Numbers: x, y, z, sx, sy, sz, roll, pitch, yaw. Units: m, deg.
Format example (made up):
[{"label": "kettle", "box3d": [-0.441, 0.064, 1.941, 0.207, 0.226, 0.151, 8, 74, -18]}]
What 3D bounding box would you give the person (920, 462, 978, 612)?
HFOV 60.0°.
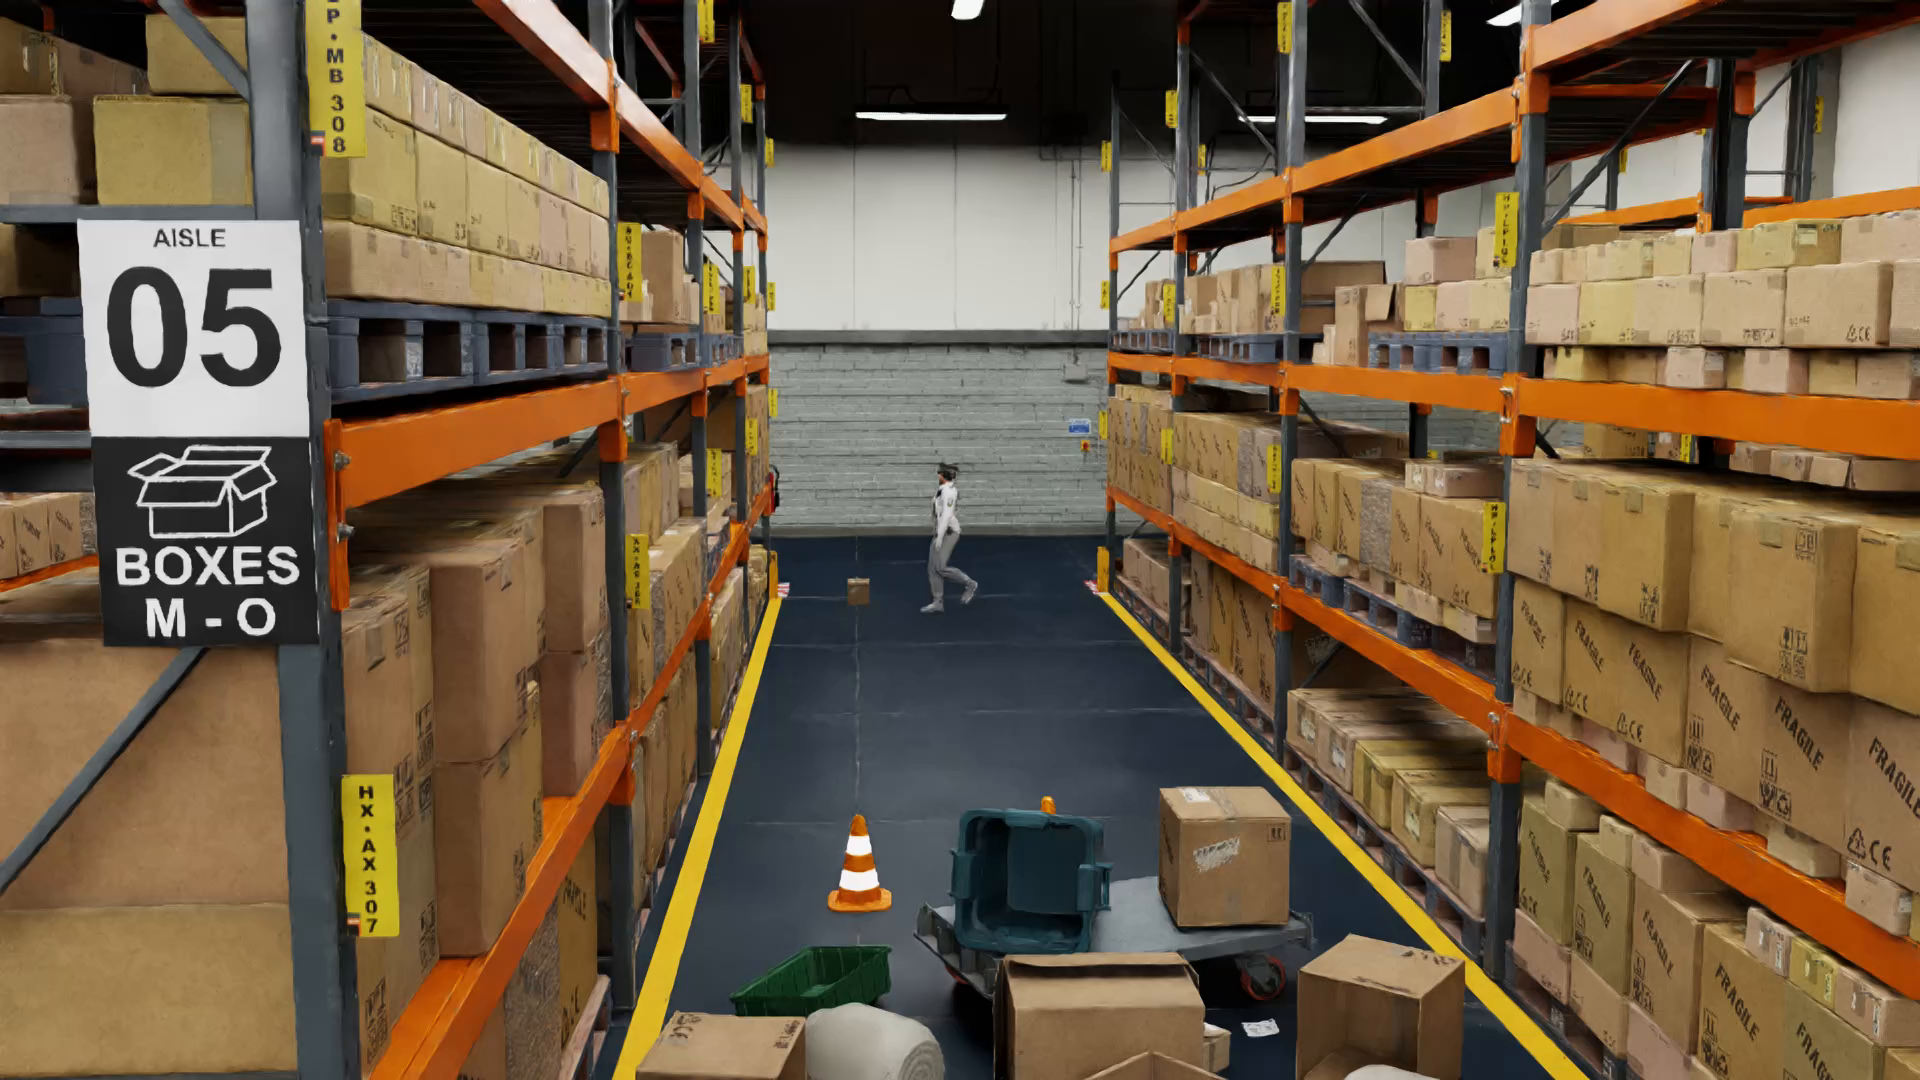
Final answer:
[{"label": "person", "box3d": [-0.164, -0.045, 18.238, 0.647, 1.623, 0.520, -2, 7, -15]}]
